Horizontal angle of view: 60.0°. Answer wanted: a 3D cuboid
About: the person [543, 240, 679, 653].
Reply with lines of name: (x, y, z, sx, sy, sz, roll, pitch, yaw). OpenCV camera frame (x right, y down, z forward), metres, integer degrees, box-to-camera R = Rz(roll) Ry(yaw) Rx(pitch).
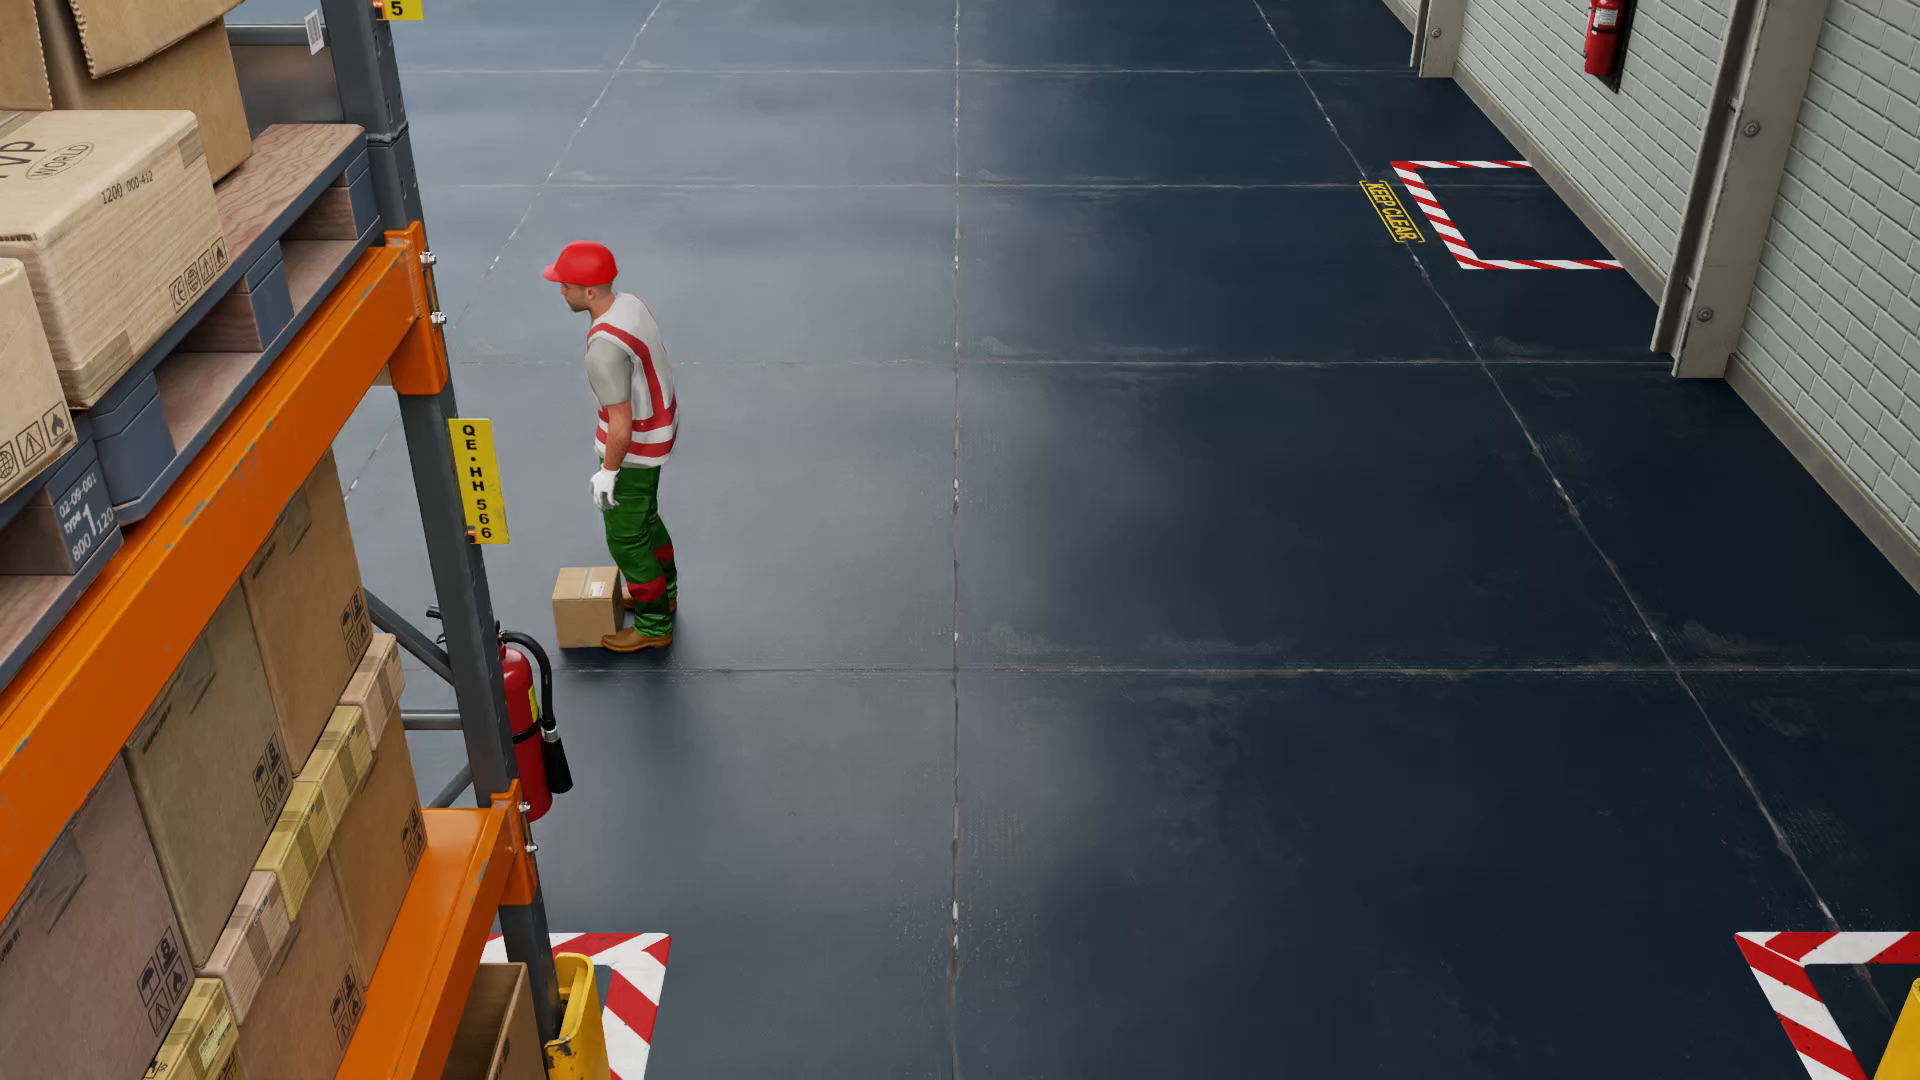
person: (-1.361, -0.375, 6.737, 0.448, 1.780, 0.610, 0, 31, 0)
